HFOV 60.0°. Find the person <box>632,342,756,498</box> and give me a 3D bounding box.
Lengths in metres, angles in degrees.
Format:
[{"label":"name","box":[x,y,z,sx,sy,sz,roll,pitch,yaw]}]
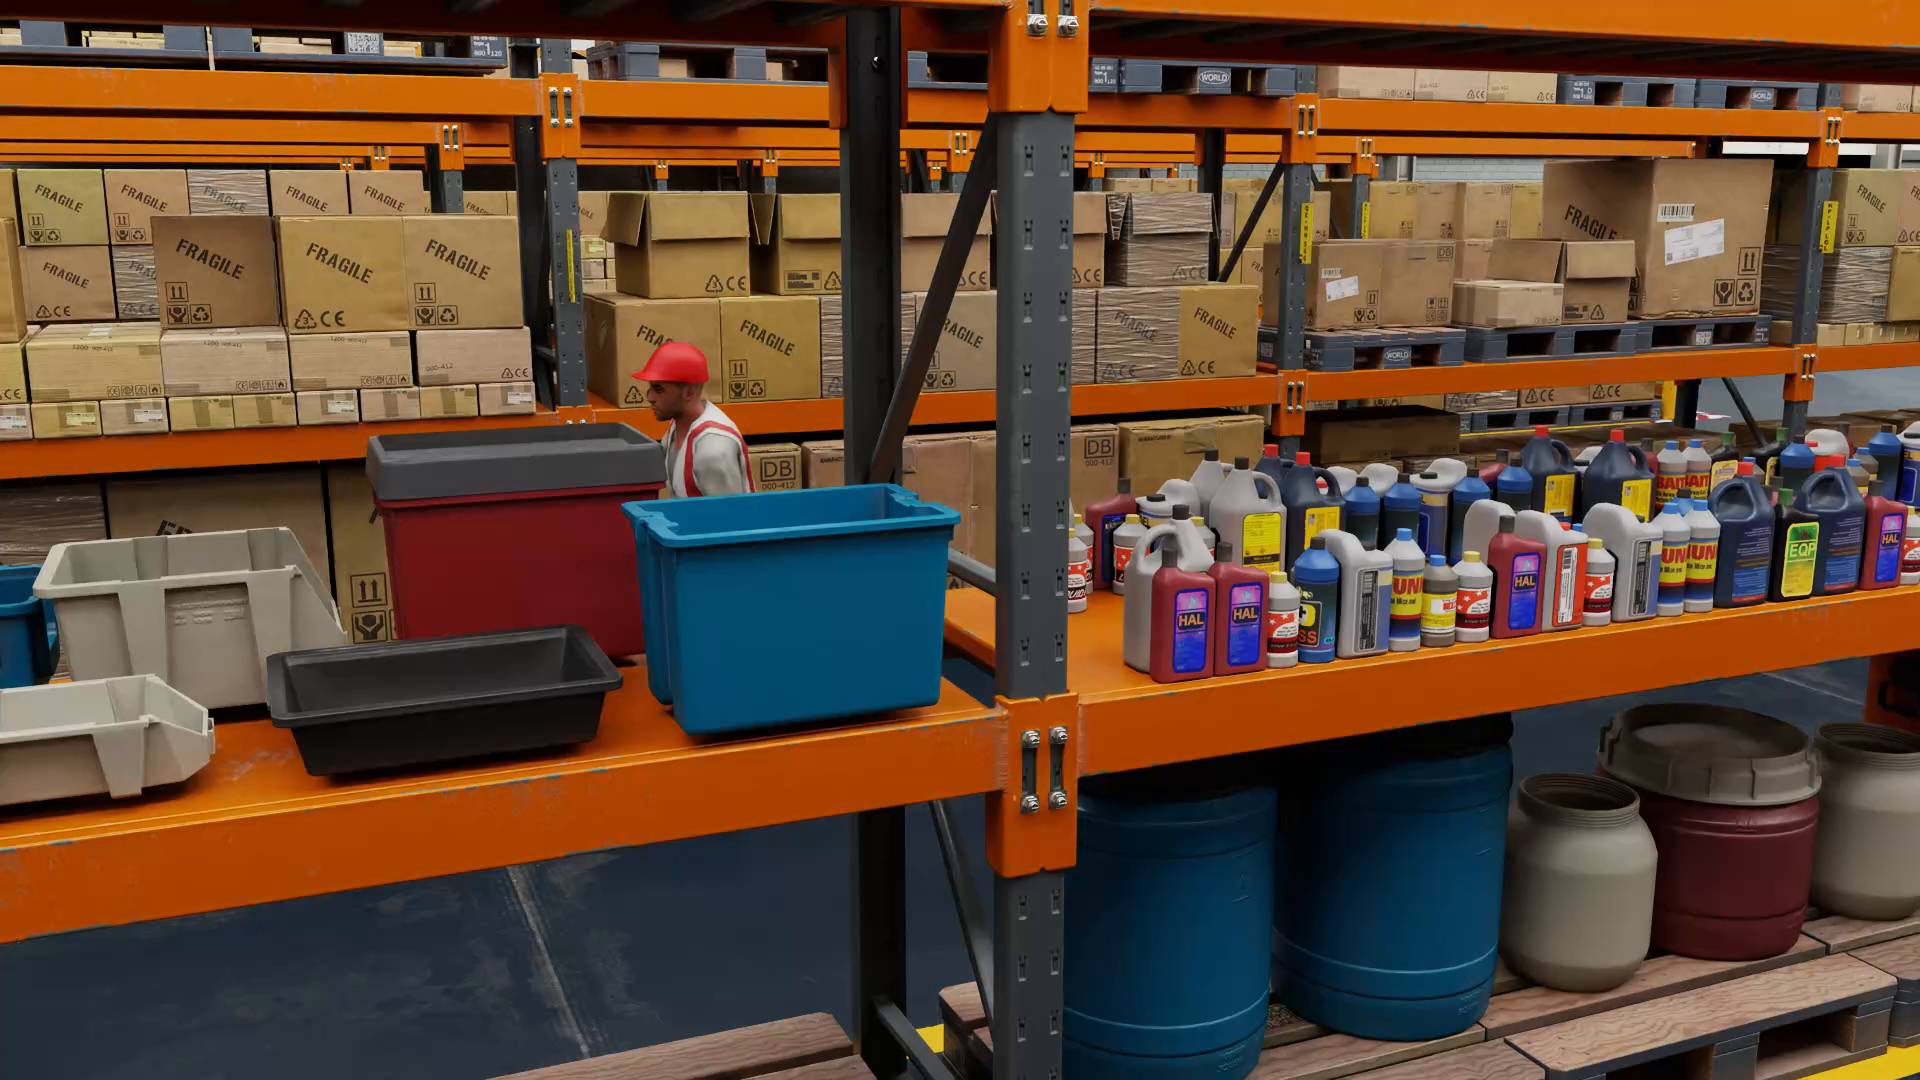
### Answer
[{"label":"person","box":[-0.981,0.145,6.230,0.452,1.779,0.623,-6,13,-25]}]
